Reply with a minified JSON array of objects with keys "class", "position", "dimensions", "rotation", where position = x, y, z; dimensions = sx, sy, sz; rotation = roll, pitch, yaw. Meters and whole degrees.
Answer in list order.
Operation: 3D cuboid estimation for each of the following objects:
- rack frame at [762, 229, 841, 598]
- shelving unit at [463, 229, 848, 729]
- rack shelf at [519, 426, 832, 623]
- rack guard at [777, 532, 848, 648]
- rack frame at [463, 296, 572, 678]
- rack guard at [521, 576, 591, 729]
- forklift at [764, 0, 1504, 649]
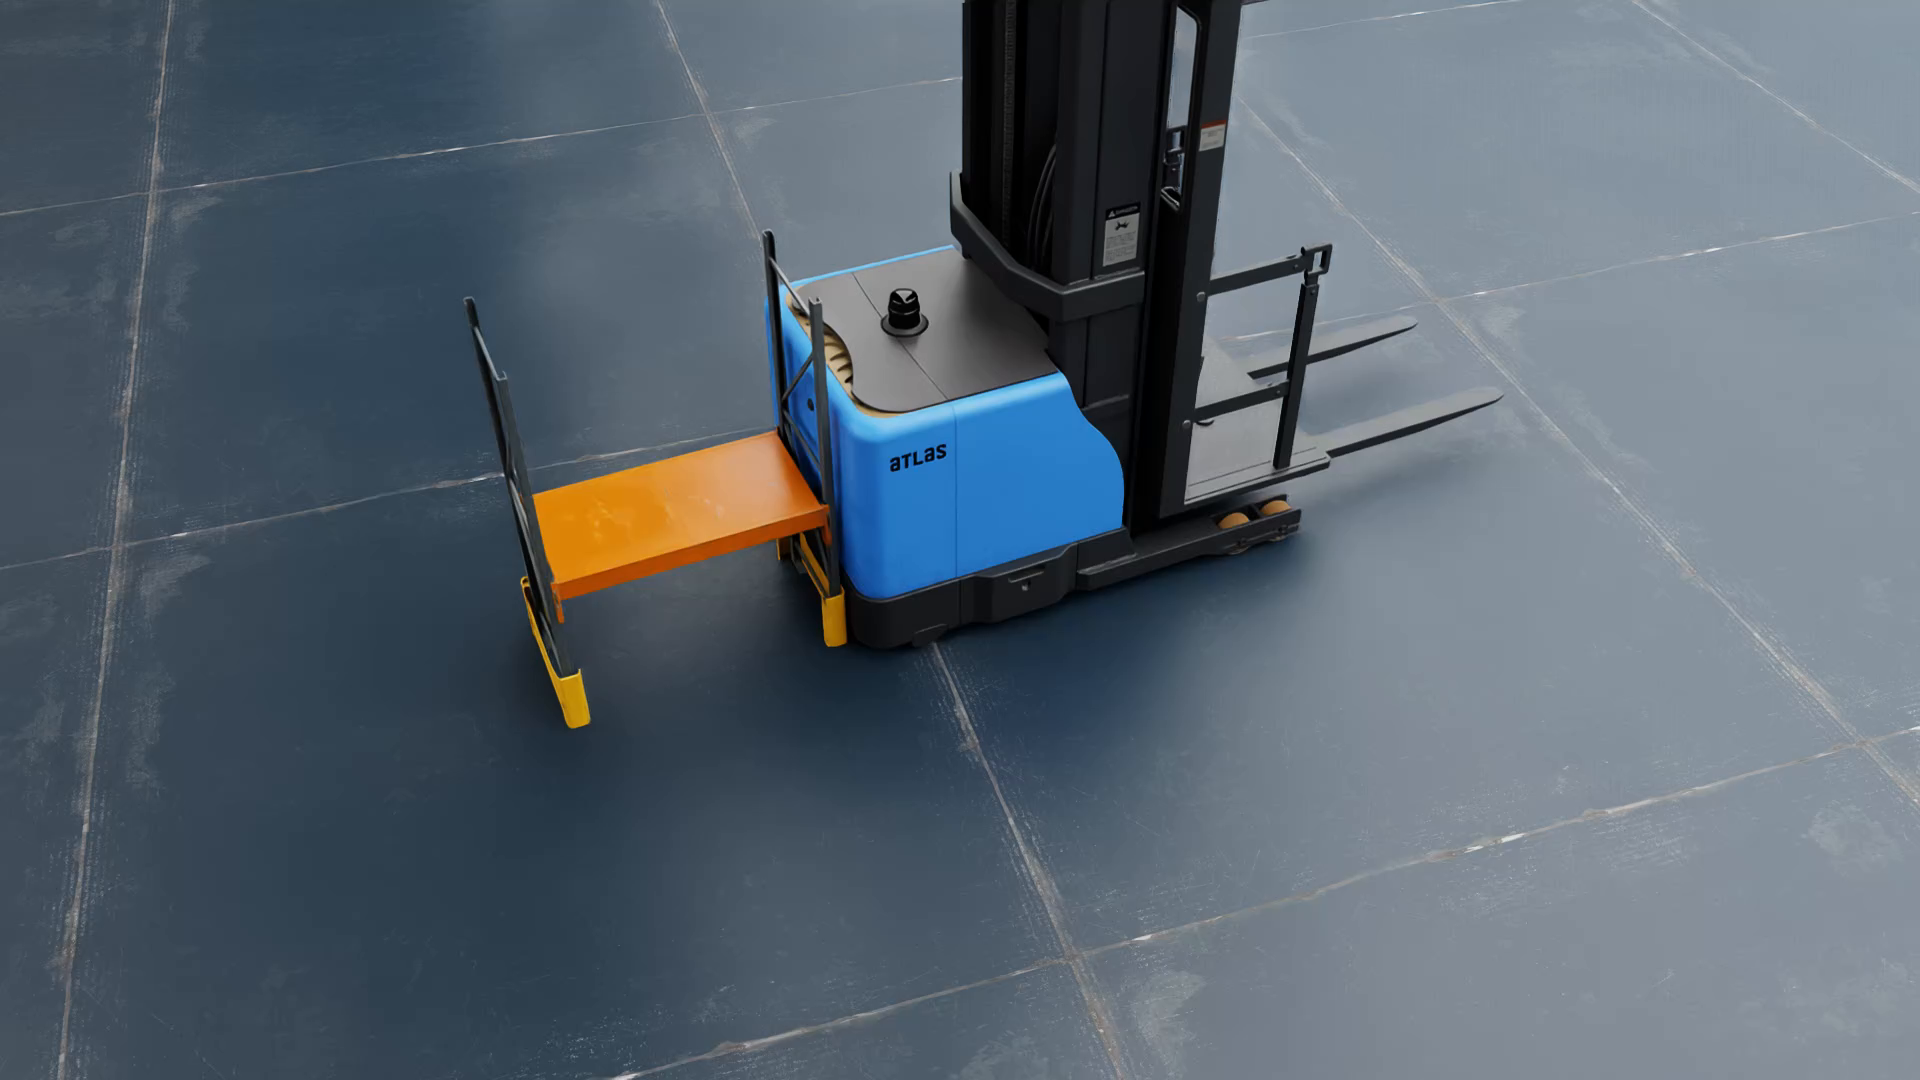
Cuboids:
[{"class":"rack frame","position":[-0.560,-0.345,6.005],"dimensions":[0.032,1.500,0.500],"rotation":[-17,44,-18]},{"class":"shelving unit","position":[-1.032,-0.205,5.845],"dimensions":[1.083,1.500,0.587],"rotation":[-17,44,-18]},{"class":"rack shelf","position":[-1.023,-0.072,5.966],"dimensions":[1.000,0.185,0.538],"rotation":[-17,44,-18]},{"class":"rack guard","position":[-0.578,0.130,6.411],"dimensions":[0.087,0.250,0.587],"rotation":[-17,44,-18]},{"class":"rack frame","position":[-1.487,-0.069,5.690],"dimensions":[0.032,1.500,0.500],"rotation":[-17,44,-18]},{"class":"rack guard","position":[-1.485,0.401,6.101],"dimensions":[0.087,0.250,0.587],"rotation":[-17,44,-18]},{"class":"forklift","position":[0.817,-1.347,6.064],"dimensions":[3.031,2.935,1.130],"rotation":[-17,44,-18]}]
